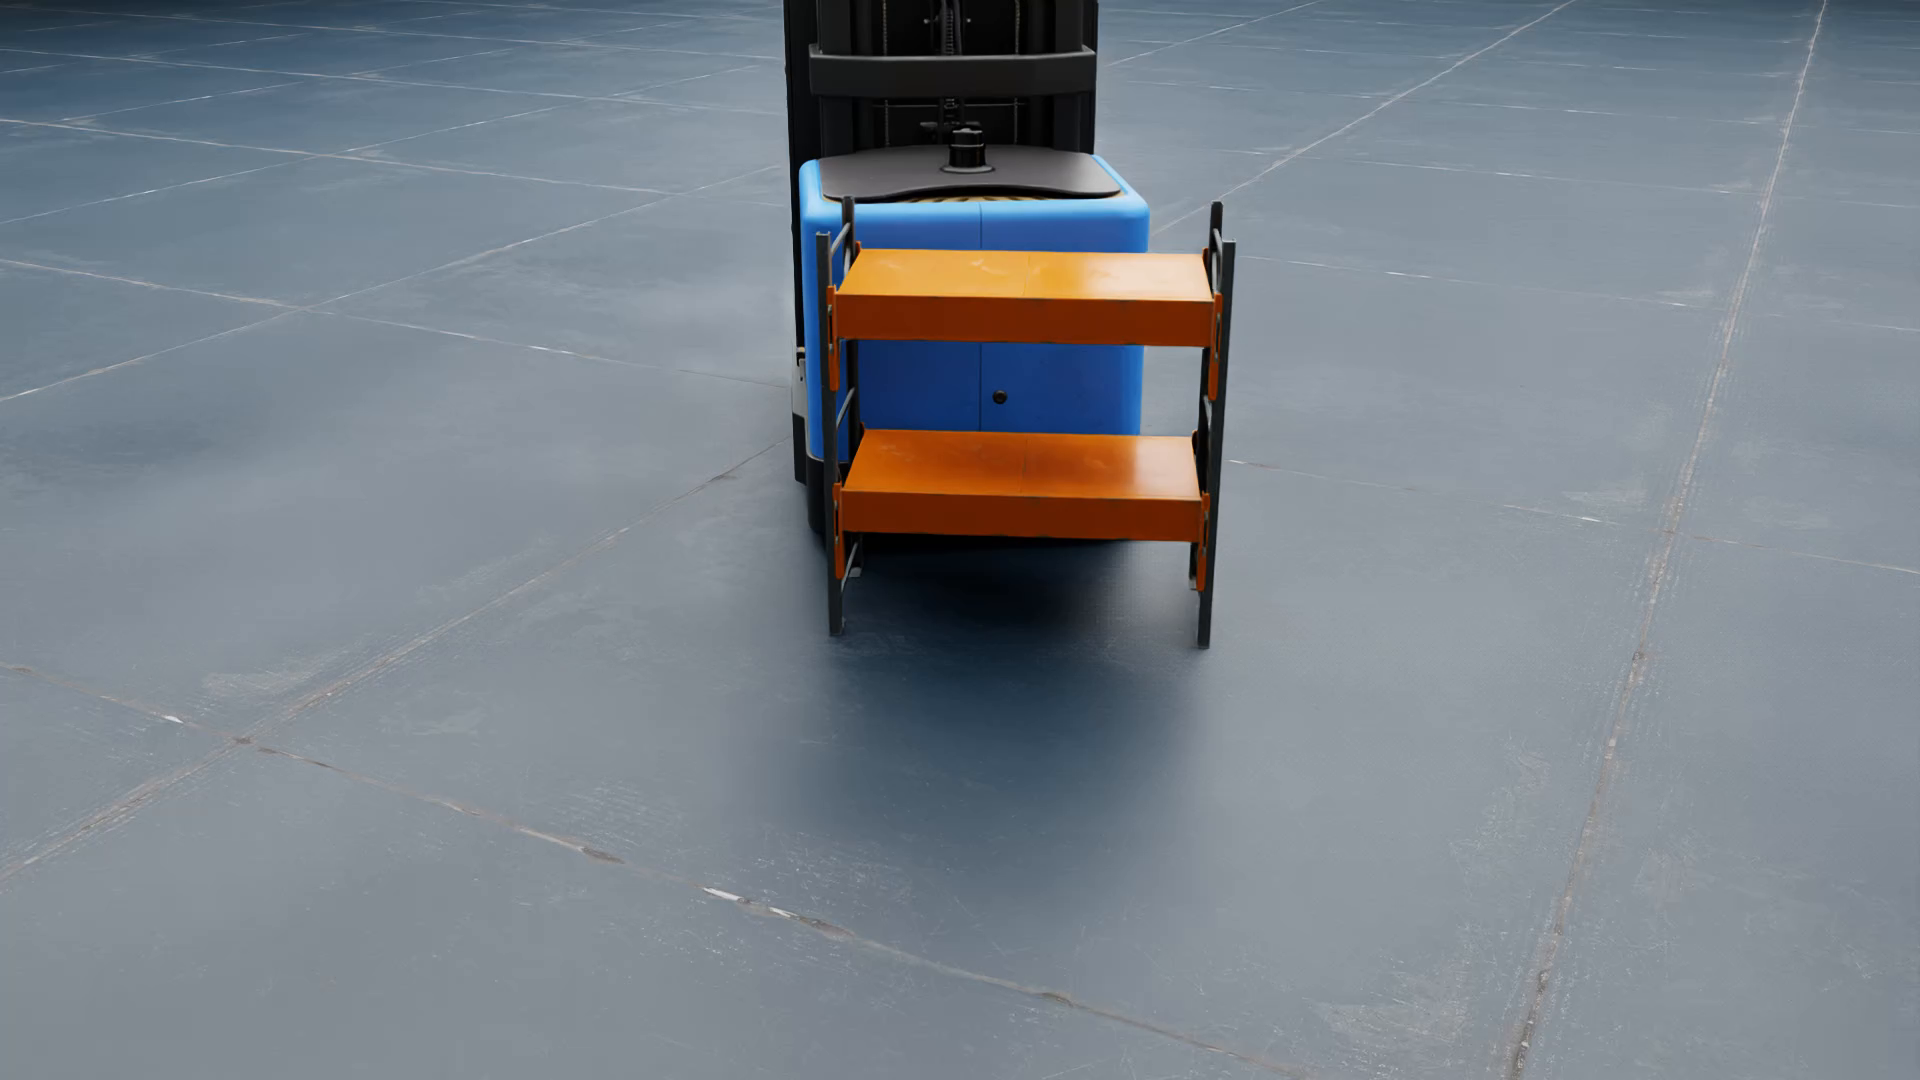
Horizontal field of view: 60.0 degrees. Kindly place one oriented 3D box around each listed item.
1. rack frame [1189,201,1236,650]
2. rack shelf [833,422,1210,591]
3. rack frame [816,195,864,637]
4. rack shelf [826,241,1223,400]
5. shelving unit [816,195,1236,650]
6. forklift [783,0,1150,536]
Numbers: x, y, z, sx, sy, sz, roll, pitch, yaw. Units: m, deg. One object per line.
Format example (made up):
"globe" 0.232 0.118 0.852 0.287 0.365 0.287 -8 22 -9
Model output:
"rack frame" 0.685 -0.316 4.555 0.032 1.125 0.500 2 23 4
"rack shelf" 0.178 -0.106 4.686 1.000 0.278 0.538 2 23 4
"rack frame" -0.329 -0.346 4.626 0.032 1.125 0.500 2 23 4
"rack shelf" 0.178 -0.600 4.476 1.000 0.278 0.538 2 23 4
"shelving unit" 0.178 -0.331 4.591 1.048 1.125 0.538 2 23 4
"forklift" -0.092 -1.901 5.975 1.130 2.935 3.031 -2 23 -5
